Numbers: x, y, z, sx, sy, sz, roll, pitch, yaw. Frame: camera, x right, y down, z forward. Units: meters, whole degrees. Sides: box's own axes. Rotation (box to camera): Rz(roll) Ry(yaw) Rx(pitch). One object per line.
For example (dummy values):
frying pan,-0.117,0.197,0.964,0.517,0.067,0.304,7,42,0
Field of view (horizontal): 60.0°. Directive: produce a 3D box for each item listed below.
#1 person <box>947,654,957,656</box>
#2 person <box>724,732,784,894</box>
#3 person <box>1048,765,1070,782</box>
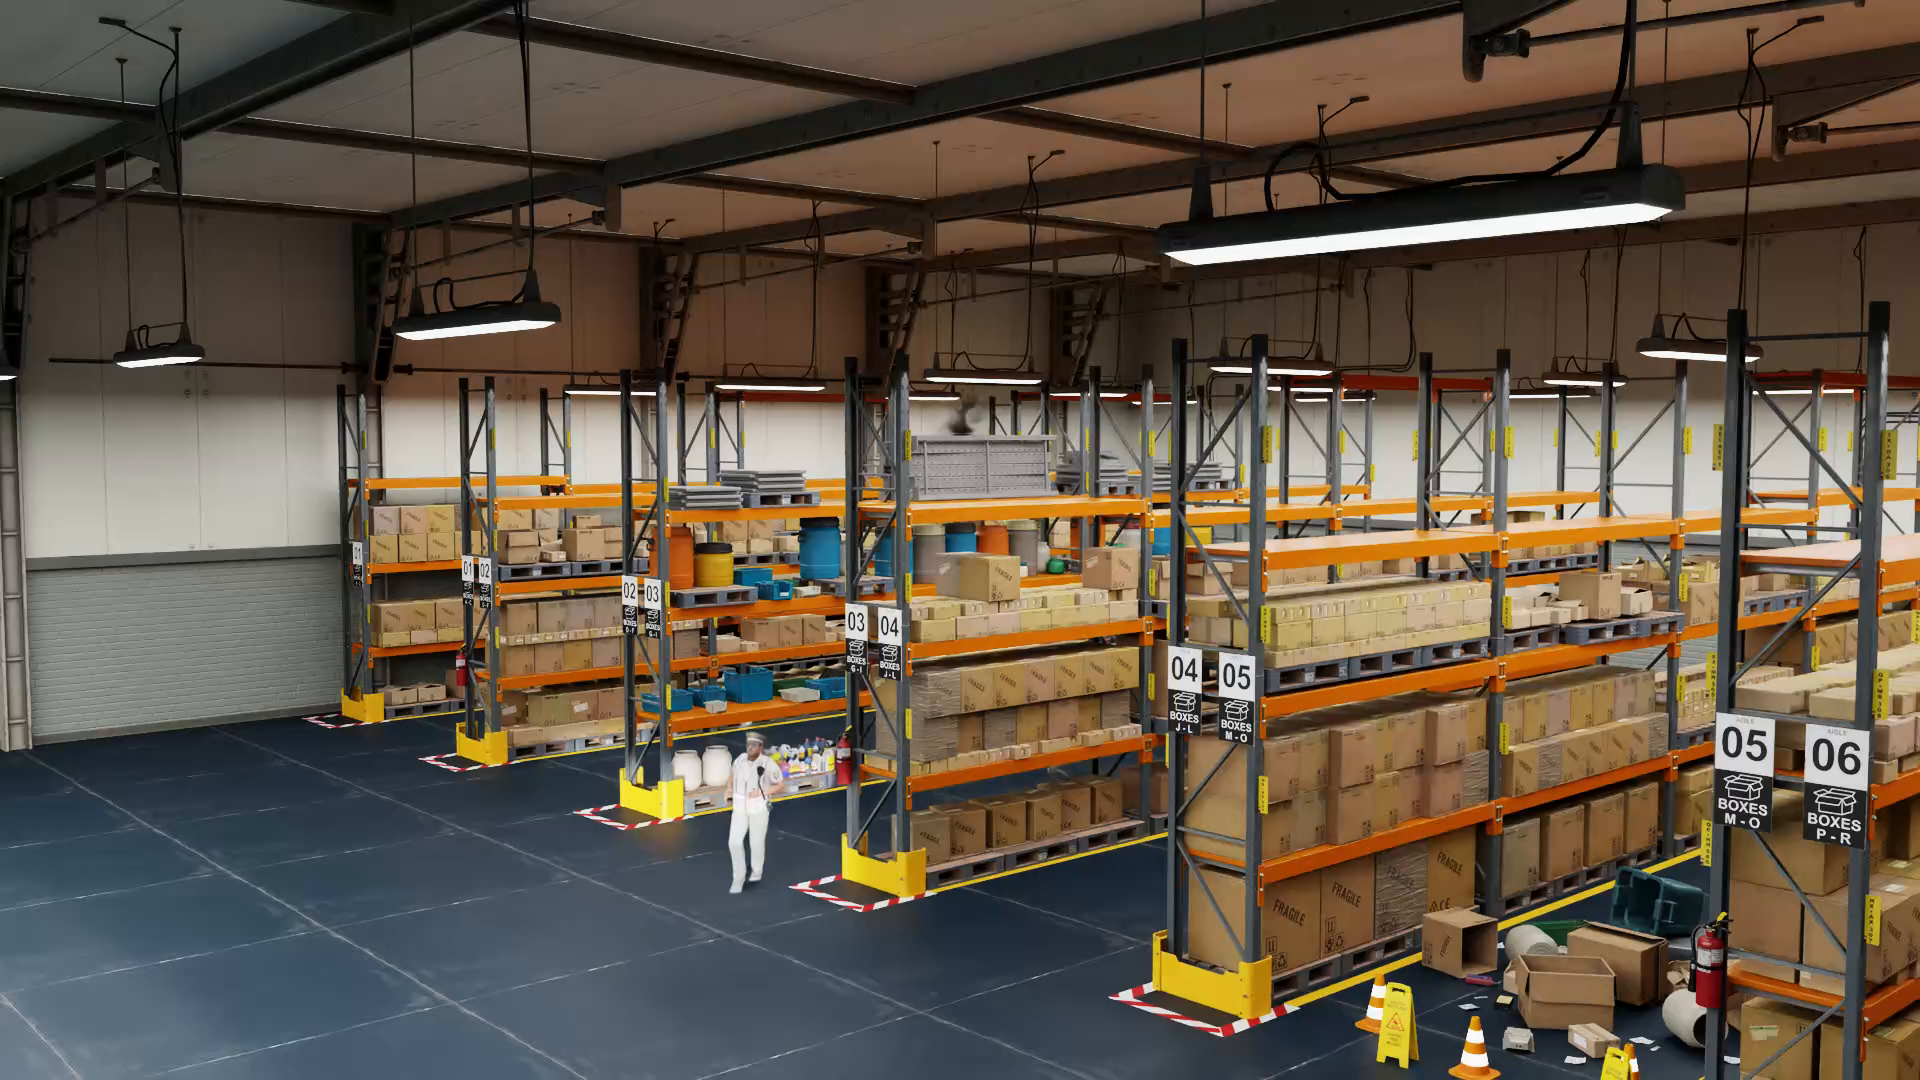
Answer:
person,-0.141,2.472,28.315,0.837,1.666,0.617,-3,5,-41
person,-2.312,3.072,18.756,0.690,1.864,0.653,1,4,12
person,1.335,2.818,22.907,0.555,1.643,0.597,-3,5,-42
